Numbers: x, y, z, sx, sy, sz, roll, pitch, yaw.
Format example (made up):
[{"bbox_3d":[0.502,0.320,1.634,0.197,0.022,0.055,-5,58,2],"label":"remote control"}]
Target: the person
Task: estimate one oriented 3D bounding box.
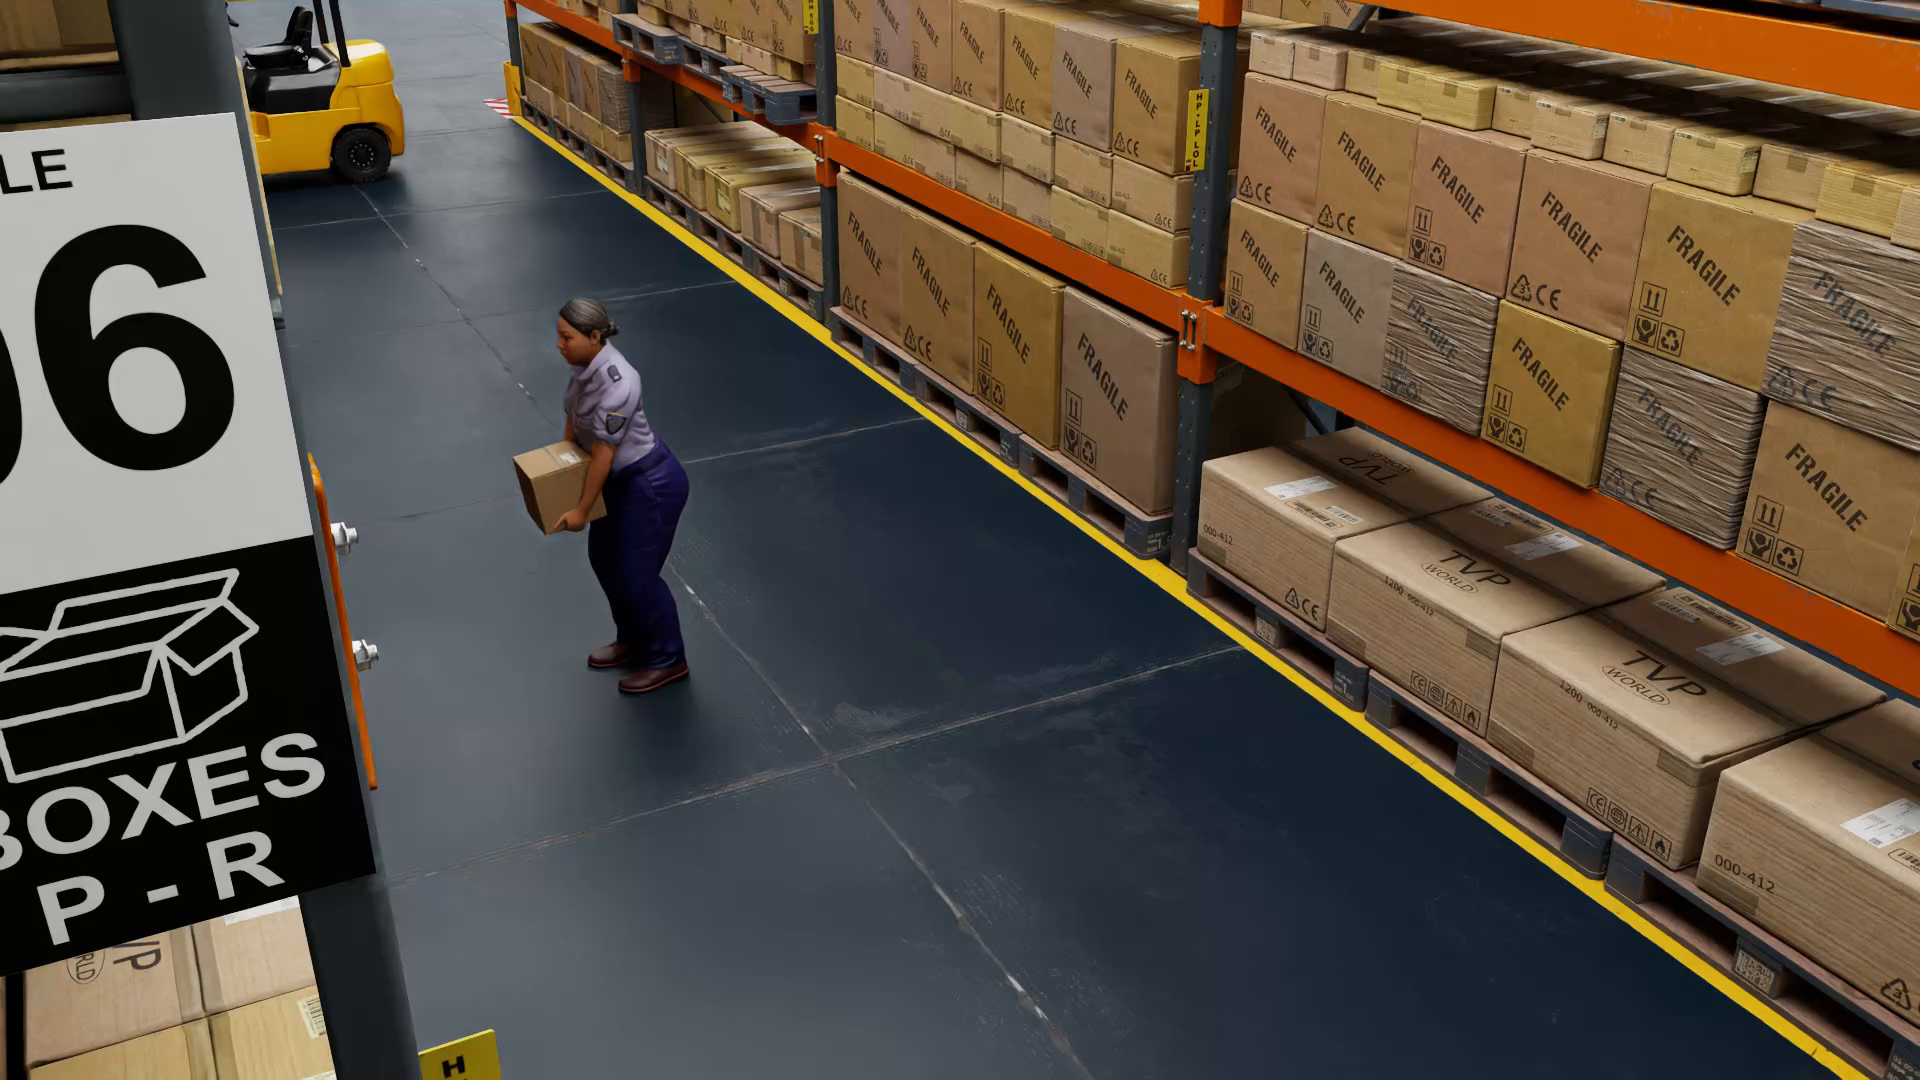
[{"bbox_3d":[-1.362,-0.181,6.542,0.559,1.624,0.435,-14,29,-26],"label":"person"}]
